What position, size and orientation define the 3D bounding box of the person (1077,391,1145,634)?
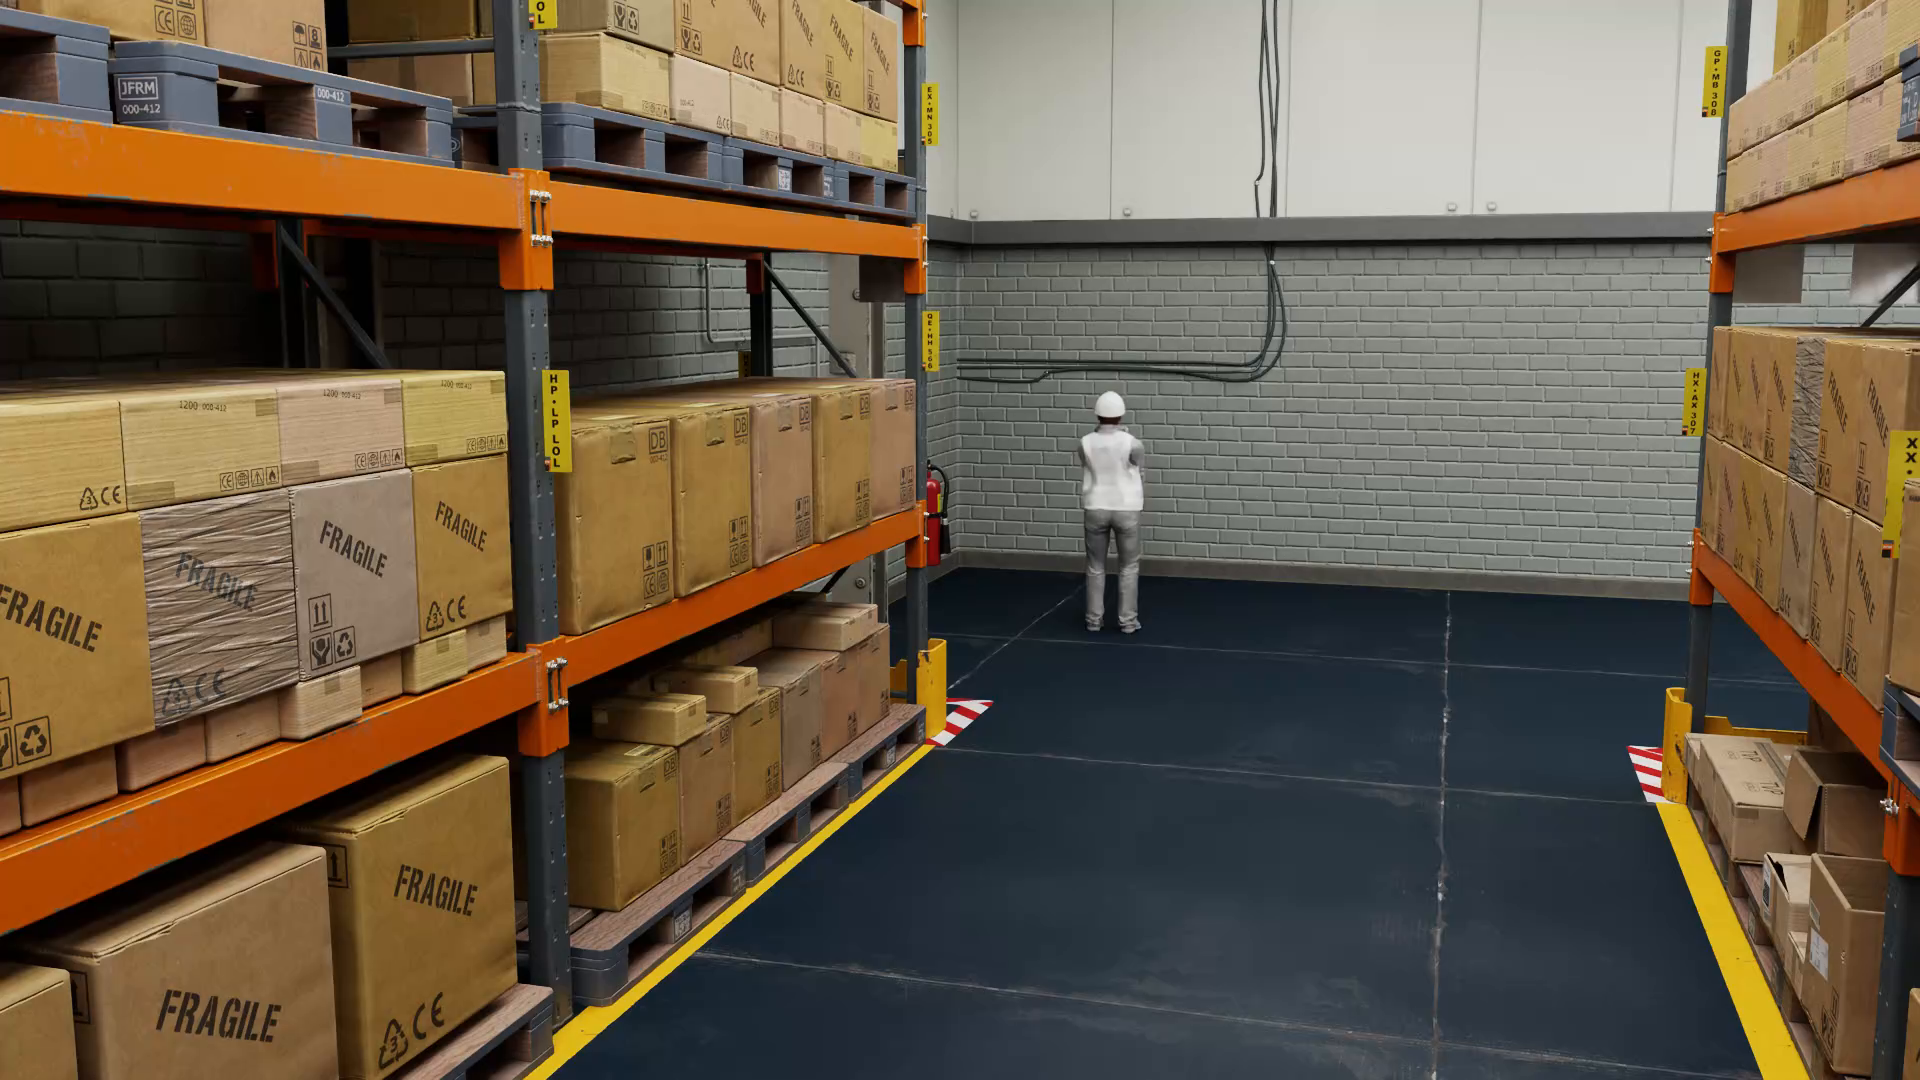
[{"bbox_3d":[1.129,-0.219,12.273,0.495,1.768,0.554,3,9,17],"label":"person"}]
